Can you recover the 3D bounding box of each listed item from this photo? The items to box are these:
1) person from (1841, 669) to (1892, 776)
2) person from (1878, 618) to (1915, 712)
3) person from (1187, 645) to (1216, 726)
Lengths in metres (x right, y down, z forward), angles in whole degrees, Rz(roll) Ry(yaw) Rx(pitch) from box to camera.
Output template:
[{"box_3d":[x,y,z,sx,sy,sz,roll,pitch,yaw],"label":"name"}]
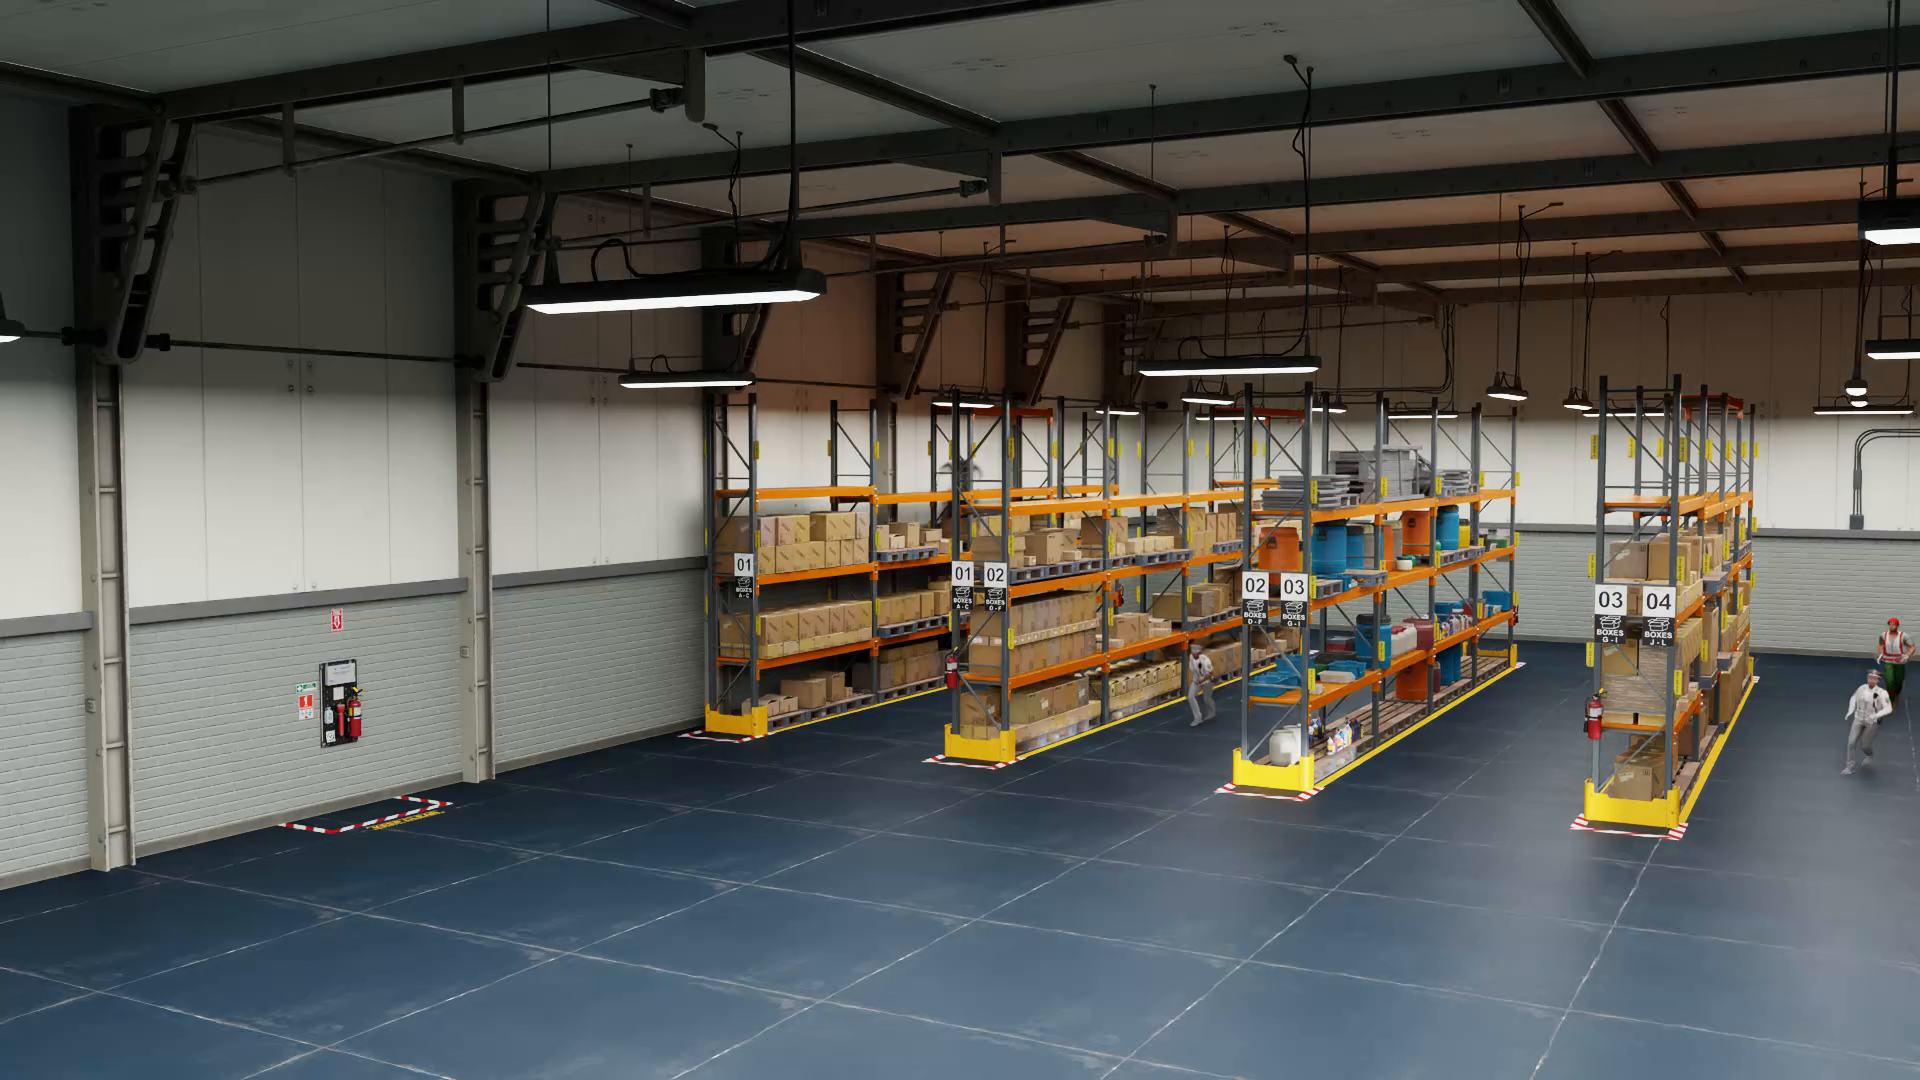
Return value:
[{"box_3d":[14.009,2.795,25.617,0.821,1.647,0.651,-3,4,-42],"label":"person"},{"box_3d":[18.044,2.387,32.051,0.646,1.802,0.822,2,4,35],"label":"person"},{"box_3d":[4.458,2.613,30.302,0.562,1.486,1.032,2,4,34],"label":"person"}]
